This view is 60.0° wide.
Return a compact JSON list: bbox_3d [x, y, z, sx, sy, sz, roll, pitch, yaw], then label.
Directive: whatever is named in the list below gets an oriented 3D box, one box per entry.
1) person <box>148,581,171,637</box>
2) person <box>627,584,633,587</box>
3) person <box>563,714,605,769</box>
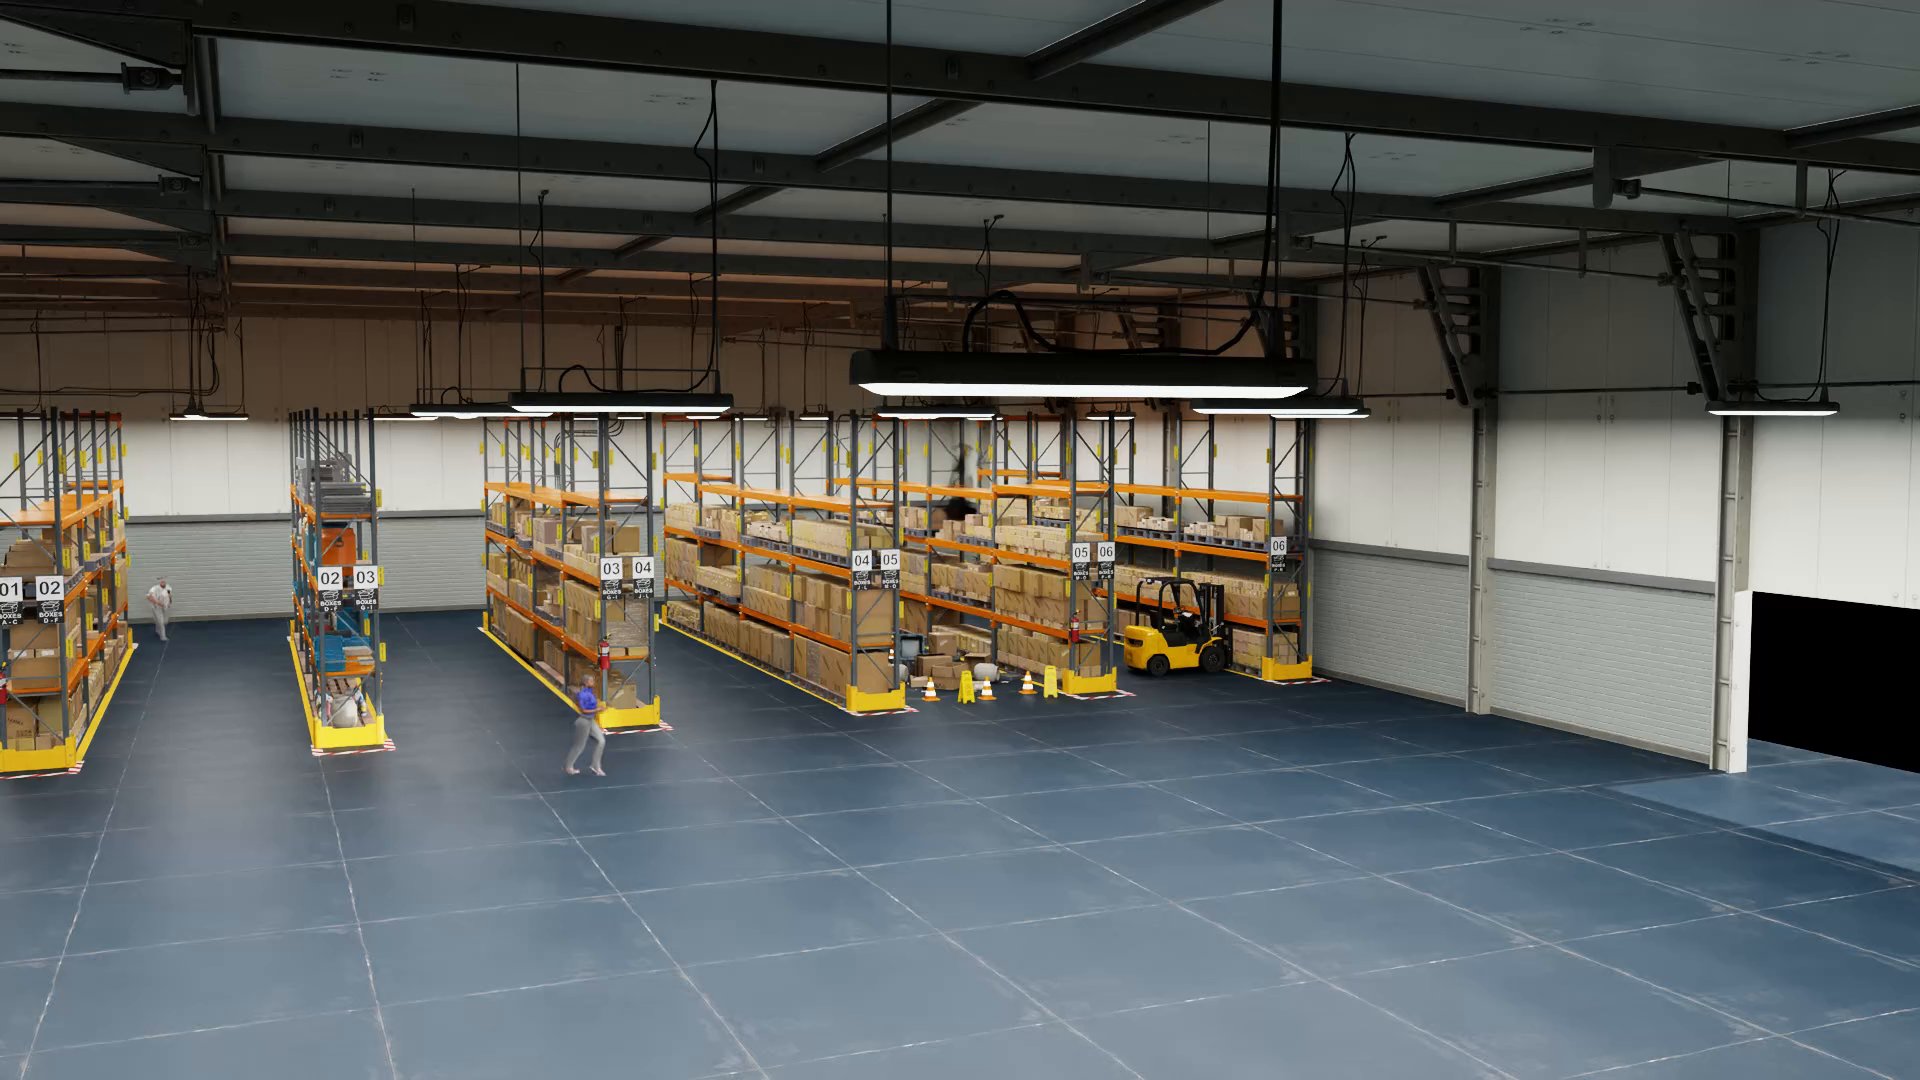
[{"bbox_3d":[-21.188,1.773,44.052,0.704,1.591,0.635,4,6,44],"label":"person"},{"bbox_3d":[-8.957,1.574,45.671,0.640,1.656,0.799,-1,4,-16],"label":"person"},{"bbox_3d":[-6.104,3.259,26.957,0.653,0.887,0.373,0,4,6],"label":"person"}]
